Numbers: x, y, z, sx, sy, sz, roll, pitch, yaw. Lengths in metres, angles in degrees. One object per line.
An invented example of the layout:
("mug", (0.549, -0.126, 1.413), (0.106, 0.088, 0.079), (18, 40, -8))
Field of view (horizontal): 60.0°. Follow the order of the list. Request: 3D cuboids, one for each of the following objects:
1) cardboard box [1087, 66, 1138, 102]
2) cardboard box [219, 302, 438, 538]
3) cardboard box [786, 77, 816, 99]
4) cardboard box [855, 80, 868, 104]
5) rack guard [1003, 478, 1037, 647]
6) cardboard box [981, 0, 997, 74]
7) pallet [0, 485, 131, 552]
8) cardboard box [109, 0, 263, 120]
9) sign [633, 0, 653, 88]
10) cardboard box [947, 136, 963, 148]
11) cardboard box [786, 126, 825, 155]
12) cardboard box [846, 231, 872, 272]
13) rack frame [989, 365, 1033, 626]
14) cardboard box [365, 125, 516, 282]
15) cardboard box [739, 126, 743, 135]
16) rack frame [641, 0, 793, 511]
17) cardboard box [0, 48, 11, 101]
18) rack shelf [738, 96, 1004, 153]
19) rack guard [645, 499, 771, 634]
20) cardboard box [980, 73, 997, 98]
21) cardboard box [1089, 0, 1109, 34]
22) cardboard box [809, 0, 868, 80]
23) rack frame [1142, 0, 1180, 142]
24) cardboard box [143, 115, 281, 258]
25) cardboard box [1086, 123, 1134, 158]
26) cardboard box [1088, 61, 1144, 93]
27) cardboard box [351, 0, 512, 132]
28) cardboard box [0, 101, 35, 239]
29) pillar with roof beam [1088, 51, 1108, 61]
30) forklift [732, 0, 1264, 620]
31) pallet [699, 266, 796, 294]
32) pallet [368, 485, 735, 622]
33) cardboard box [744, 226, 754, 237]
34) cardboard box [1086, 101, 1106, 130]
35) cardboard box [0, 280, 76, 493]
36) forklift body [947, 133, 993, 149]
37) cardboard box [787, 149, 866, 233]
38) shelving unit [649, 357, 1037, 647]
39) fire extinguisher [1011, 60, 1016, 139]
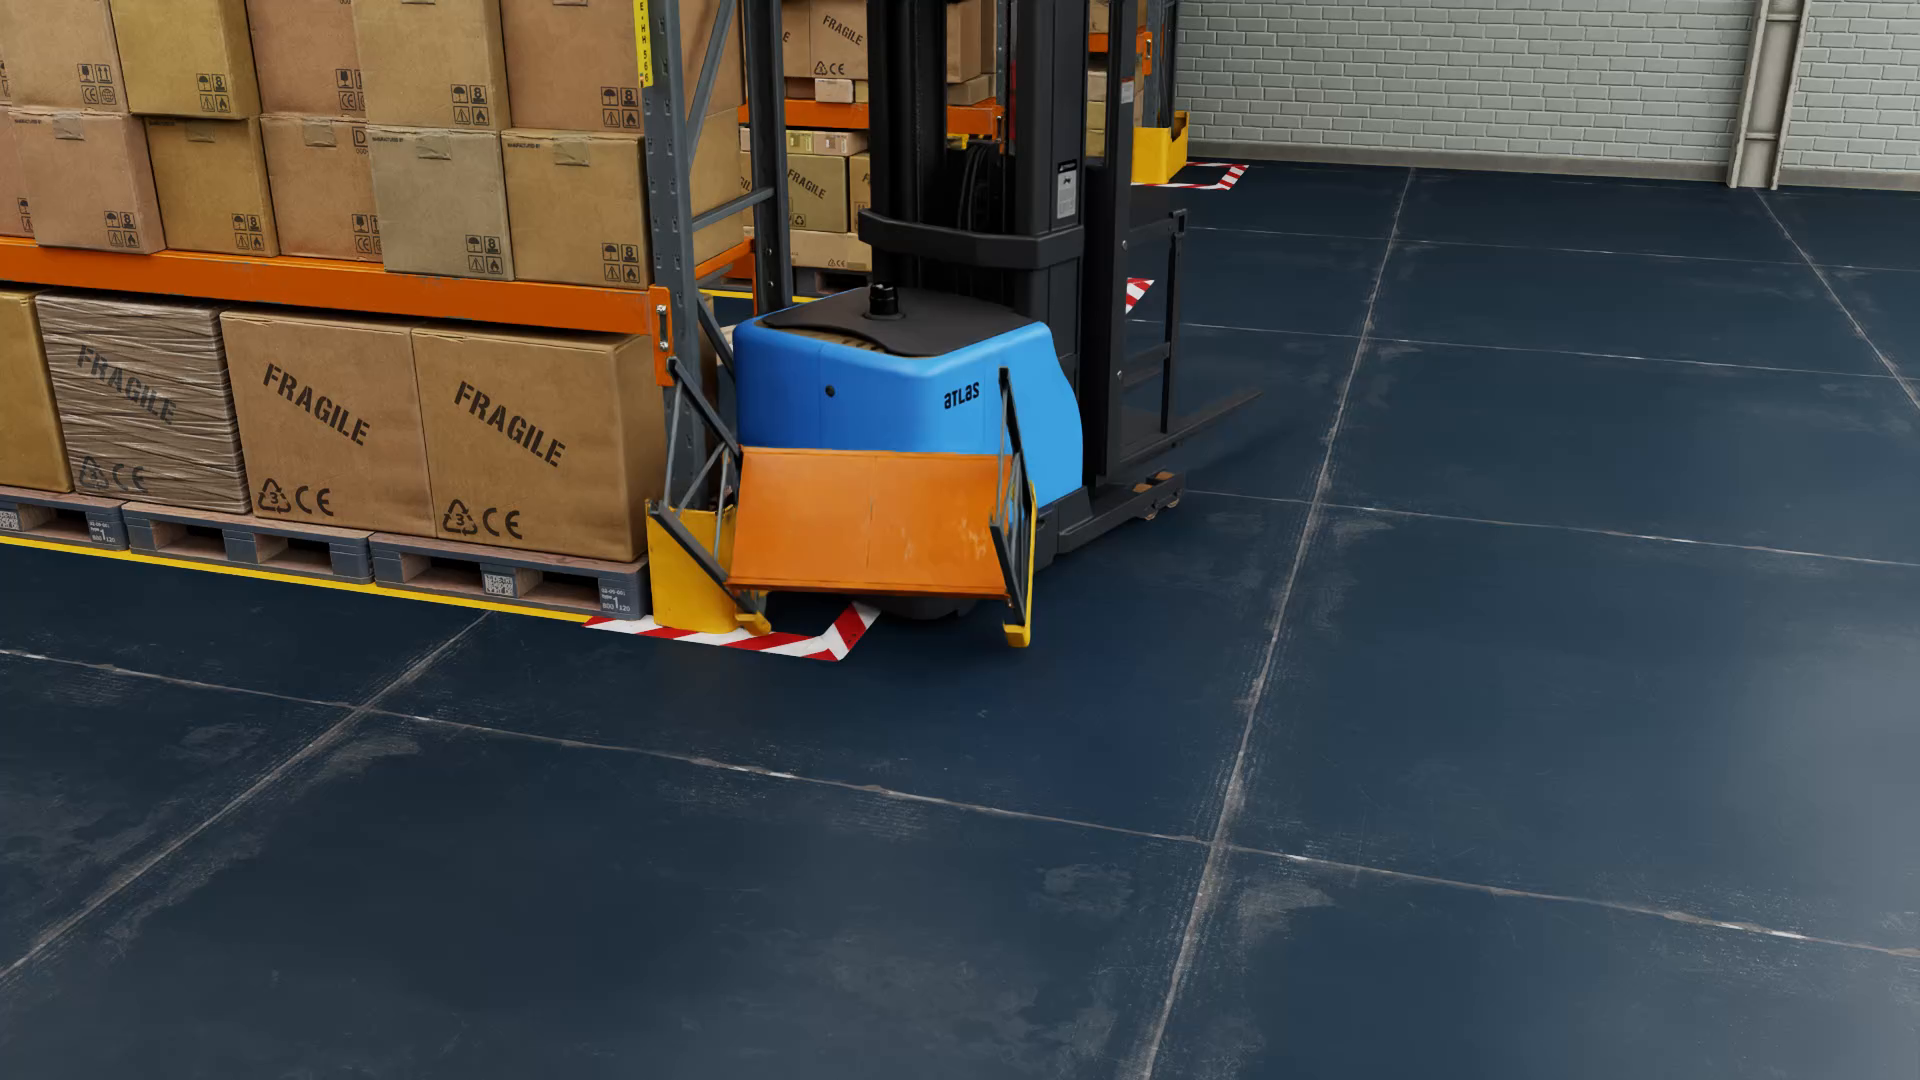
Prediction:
("cardboard box", (1.330, -4.189, 15.282), (0.500, 0.250, 0.500), (7, 23, 17))
("cardboard box", (-2.414, -0.611, 7.054), (0.875, 0.875, 0.875), (6, 23, 15))
("cardboard box", (-0.963, -3.030, 11.036), (0.250, 0.149, 0.380), (7, 23, 16))
("cardboard box", (-0.503, -2.934, 10.801), (0.250, 0.149, 0.380), (6, 23, 15))
("rack guard", (0.226, 0.086, 6.227), (0.087, 0.587, 0.250), (2, -15, 6))
("cardboard box", (0.057, -3.400, 11.082), (0.500, 0.500, 0.500), (6, 23, 15))
("pallet", (-4.027, -0.290, 7.700), (1.213, 0.211, 1.003), (7, 23, 15))
("cardboard box", (-2.842, -2.026, 6.636), (0.500, 0.550, 0.875), (7, 23, 16))
("sign", (-1.073, -1.703, 5.632), (0.005, 0.325, 0.100), (7, 23, 16))
("cardboard box", (-0.285, -2.524, 11.552), (0.500, 0.500, 0.500), (6, 23, 14))
("cardboard box", (-1.022, -2.670, 11.054), (0.250, 0.149, 0.380), (7, 23, 16))
("cardboard box", (-0.444, -1.979, 11.212), (0.500, 0.250, 0.500), (6, 23, 15))
("rack frame", (0.186, -0.080, 5.625), (0.032, 0.500, 1.500), (2, -15, 6))
("cardboard box", (-1.804, -1.400, 6.532), (0.550, 0.550, 0.875), (7, 23, 16))
("cardboard box", (-1.779, -2.693, 11.964), (0.500, 0.500, 0.500), (8, 24, 18))
("rack frame", (-0.903, -1.254, 6.374), (0.127, 3.000, 1.000), (7, 23, 16))
("cardboard box", (-3.829, -2.190, 7.037), (0.550, 0.550, 0.875), (7, 23, 16))
("rack shelf", (-1.484, -2.950, 11.456), (4.000, 0.370, 1.077), (7, 23, 16))
("rack guard", (-0.880, -0.095, 6.842), (0.348, 0.500, 1.175), (7, 23, 16))
("cardboard box", (0.165, -3.060, 11.107), (0.250, 0.149, 0.380), (7, 23, 16))
("cardboard box", (1.314, -4.872, 15.063), (0.500, 0.500, 0.500), (6, 23, 14))
("cardboard box", (-0.647, -3.263, 10.749), (0.500, 0.500, 0.500), (7, 23, 16))
("rack frame", (1.861, -4.867, 15.183), (0.127, 3.000, 1.000), (7, 23, 16))
("cardboard box", (-2.823, -1.550, 6.898), (0.500, 0.550, 0.875), (7, 23, 16))
("cardboard box", (1.320, -3.726, 15.471), (0.500, 0.250, 0.500), (7, 23, 16))
("cardboard box", (1.455, -4.373, 15.732), (0.500, 0.250, 0.500), (6, 23, 15))
("cardboard box", (-1.800, -1.904, 6.339), (0.550, 0.550, 0.875), (7, 23, 16))
("cardboard box", (-3.842, -1.673, 7.200), (0.550, 0.550, 0.875), (7, 23, 16))
("pillar with roof beam", (0.211, -6.482, 11.216), (0.400, 9.000, 9.100), (7, 23, 16))
("forklift", (0.382, -1.545, 7.175), (1.130, 2.935, 3.031), (16, 27, 34))
("pallet", (-1.574, -2.018, 11.911), (1.213, 0.211, 1.003), (7, 23, 16))
("pallet", (-1.691, -0.023, 7.048), (1.213, 0.211, 1.003), (7, 23, 15))
("cardboard box", (-1.417, -2.091, 11.486), (0.500, 0.250, 0.500), (6, 23, 14))
("cardboard box", (1.304, -3.960, 15.383), (0.500, 0.250, 0.500), (6, 23, 15))
("cardboard box", (-4.150, -0.809, 7.536), (0.875, 0.875, 0.875), (7, 23, 16))
("forklift body", (-0.482, -4.020, 14.235), (1.214, 2.155, 2.313), (7, 23, 16))
("cardboard box", (-0.912, -2.381, 11.205), (0.500, 0.500, 0.500), (7, 23, 17))
("shelving unit", (-0.328, -0.100, 5.682), (1.083, 0.587, 1.500), (2, -15, 6))
("fire extinguisher", (0.407, -2.848, 10.361), (0.183, 0.674, 0.296), (7, 23, 16))
